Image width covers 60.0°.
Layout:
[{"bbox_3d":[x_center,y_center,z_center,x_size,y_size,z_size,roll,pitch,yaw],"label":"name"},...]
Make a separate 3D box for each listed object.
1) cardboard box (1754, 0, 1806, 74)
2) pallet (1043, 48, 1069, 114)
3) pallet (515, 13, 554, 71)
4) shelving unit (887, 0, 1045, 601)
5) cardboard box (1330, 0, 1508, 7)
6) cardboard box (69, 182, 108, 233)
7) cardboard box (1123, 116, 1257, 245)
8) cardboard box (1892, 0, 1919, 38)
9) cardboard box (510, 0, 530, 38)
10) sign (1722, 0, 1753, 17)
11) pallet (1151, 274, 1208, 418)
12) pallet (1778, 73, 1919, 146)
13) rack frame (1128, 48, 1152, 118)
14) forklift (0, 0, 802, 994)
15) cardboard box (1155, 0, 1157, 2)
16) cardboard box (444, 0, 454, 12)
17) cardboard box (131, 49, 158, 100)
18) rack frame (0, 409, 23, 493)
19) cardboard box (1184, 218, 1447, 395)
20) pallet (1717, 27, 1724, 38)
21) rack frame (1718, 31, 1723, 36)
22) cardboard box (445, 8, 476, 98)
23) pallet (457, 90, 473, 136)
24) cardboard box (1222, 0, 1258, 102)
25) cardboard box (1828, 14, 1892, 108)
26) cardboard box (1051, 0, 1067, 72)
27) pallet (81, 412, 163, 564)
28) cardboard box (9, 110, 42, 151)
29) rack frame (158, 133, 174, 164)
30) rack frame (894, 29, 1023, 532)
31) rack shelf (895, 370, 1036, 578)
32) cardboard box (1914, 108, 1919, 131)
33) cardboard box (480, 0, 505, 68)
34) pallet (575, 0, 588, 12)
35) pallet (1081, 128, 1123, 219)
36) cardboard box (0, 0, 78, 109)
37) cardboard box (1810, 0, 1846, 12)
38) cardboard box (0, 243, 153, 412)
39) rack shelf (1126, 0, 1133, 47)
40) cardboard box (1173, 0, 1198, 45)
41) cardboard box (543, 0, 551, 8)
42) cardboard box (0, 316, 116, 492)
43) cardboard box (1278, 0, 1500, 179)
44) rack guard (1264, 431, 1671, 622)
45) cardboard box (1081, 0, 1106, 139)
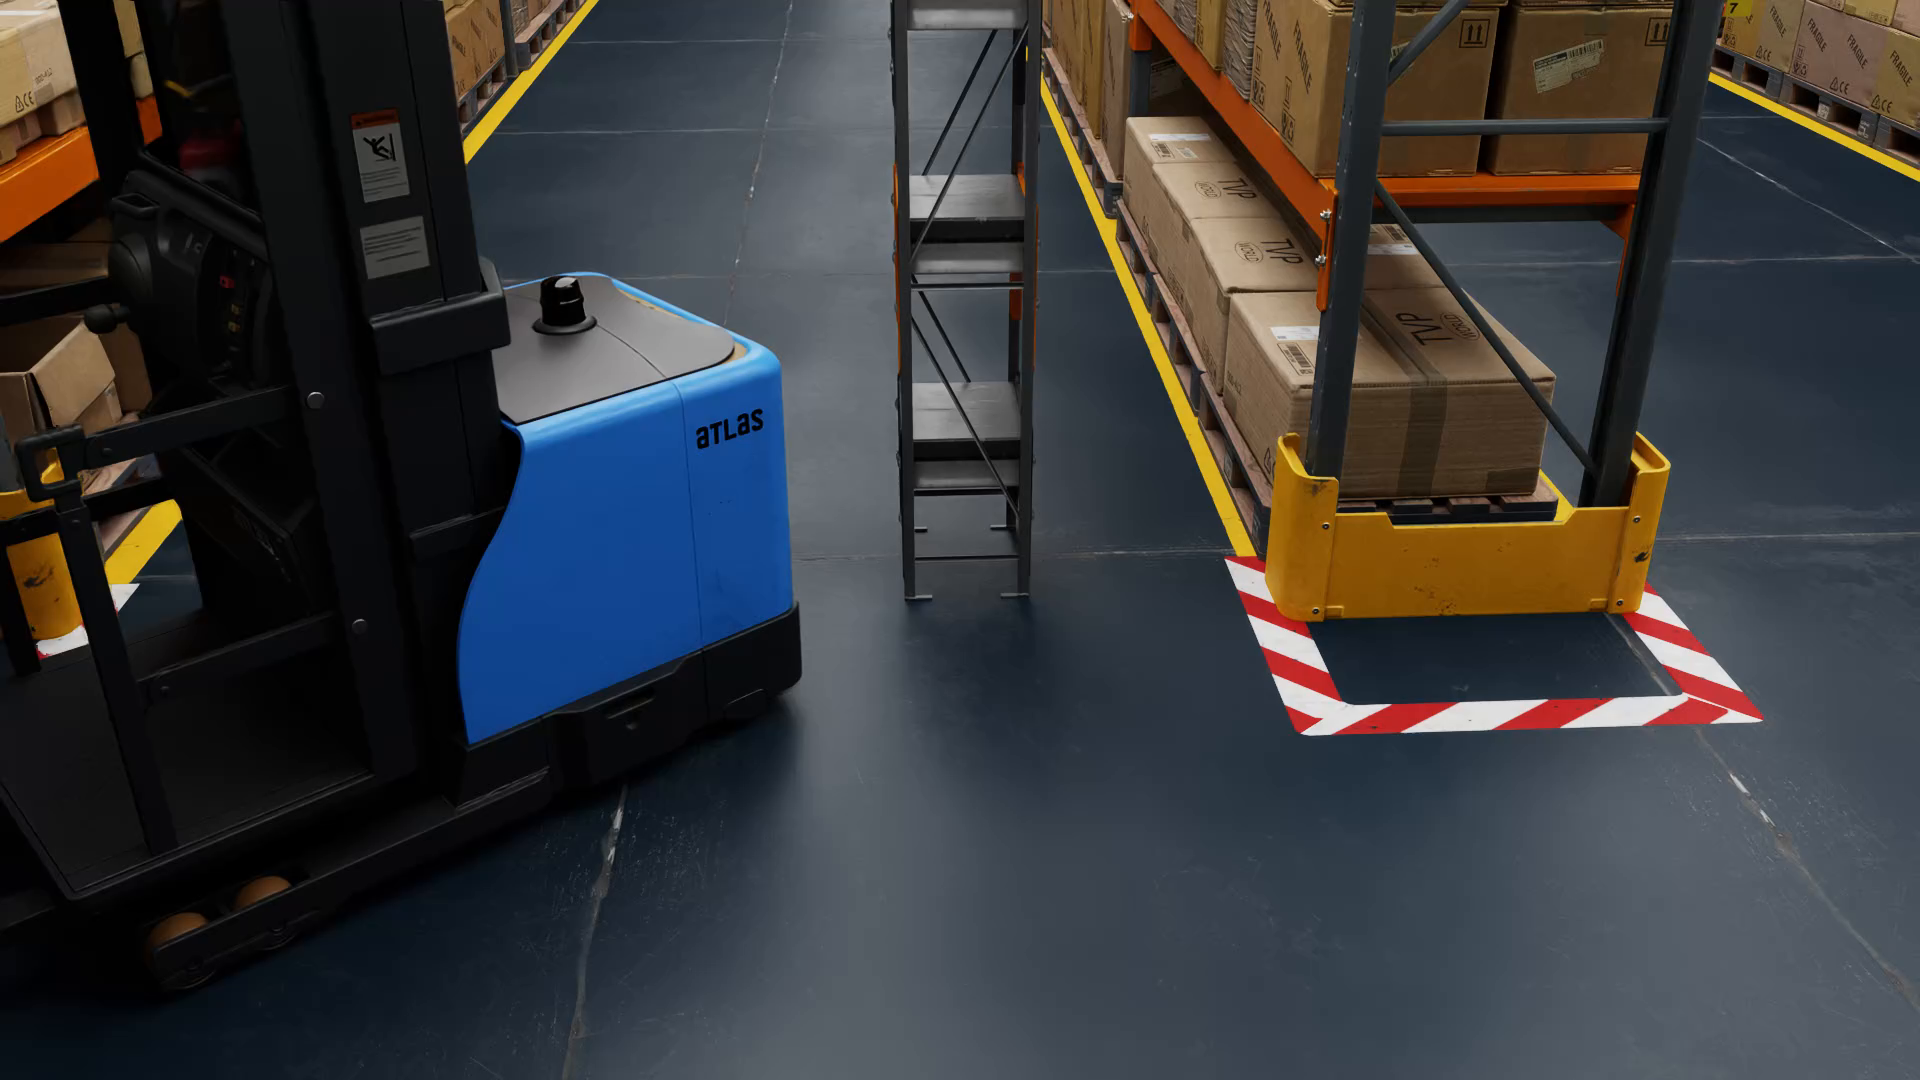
[{"bbox_3d":[5.929,-3.548,11.557,0.500,0.500,0.500,-1,28,-2],"label":"cardboard box"},{"bbox_3d":[1.145,-3.266,11.784,1.003,0.211,1.213,-1,28,-3],"label":"pallet"},{"bbox_3d":[-3.782,-3.892,12.983,1.003,0.211,1.213,-1,28,-3],"label":"pallet"},{"bbox_3d":[0.009,-0.855,5.118,0.431,2.100,0.503,-1,28,-3],"label":"shelving unit"},{"bbox_3d":[1.334,-1.878,4.919,0.500,0.500,0.500,0,28,-1],"label":"cardboard box"},{"bbox_3d":[-3.357,-1.290,7.229,0.700,0.500,0.500,-2,28,-5],"label":"cardboard box"},{"bbox_3d":[1.313,-1.779,8.233,0.875,0.438,0.875,-2,28,-3],"label":"cardboard box"},{"bbox_3d":[6.021,-3.173,10.029,0.500,0.250,0.500,0,28,0],"label":"cardboard box"},{"bbox_3d":[-3.797,-4.168,12.612,0.875,0.625,0.625,-1,28,-1],"label":"cardboard box"},{"bbox_3d":[2.151,-1.603,4.559,0.100,0.325,0.005,-1,28,-3],"label":"sign"},{"bbox_3d":[1.416,-0.867,7.184,1.003,0.211,1.213,-1,28,-3],"label":"pallet"},{"bbox_3d":[6.217,-2.875,11.034,1.003,0.211,1.213,-1,28,-3],"label":"pallet"},{"bbox_3d":[1.388,-3.021,8.299,1.000,3.000,0.127,-1,28,-3],"label":"rack frame"},{"bbox_3d":[-1.891,-0.551,3.638,3.031,2.935,1.130,-23,35,-36],"label":"forklift"},{"bbox_3d":[1.151,-2.842,7.848,0.500,0.500,0.500,-1,28,-1],"label":"cardboard box"},{"bbox_3d":[-3.516,-3.519,10.802,0.380,0.149,0.250,-1,28,-1],"label":"cardboard box"},{"bbox_3d":[-3.121,-1.696,6.029,0.380,0.149,0.250,-2,28,-4],"label":"cardboard box"},{"bbox_3d":[-3.360,-1.052,4.524,1.000,3.000,0.127,-1,28,-3],"label":"rack frame"},{"bbox_3d":[1.406,-0.949,6.642,0.875,0.438,0.875,-1,28,-1],"label":"cardboard box"},{"bbox_3d":[6.151,-4.164,13.506,1.003,0.211,1.213,-1,28,-3],"label":"pallet"},{"bbox_3d":[6.117,-5.035,12.159,1.000,3.000,0.127,-1,28,-3],"label":"rack frame"},{"bbox_3d":[-3.495,-3.162,10.817,0.500,0.500,0.500,0,28,0],"label":"cardboard box"},{"bbox_3d":[-3.716,-2.603,10.512,1.003,0.211,1.213,-1,28,-3],"label":"pallet"},{"bbox_3d":[1.259,-1.904,6.049,0.500,0.500,0.500,-1,28,-1],"label":"cardboard box"},{"bbox_3d":[5.987,-3.075,10.651,0.500,0.500,0.500,-2,28,-4],"label":"cardboard box"},{"bbox_3d":[1.132,-3.792,11.619,0.875,0.875,0.875,-2,28,-3],"label":"cardboard box"},{"bbox_3d":[-3.407,-0.219,5.942,1.003,0.211,1.213,-1,28,-3],"label":"pallet"},{"bbox_3d":[-3.211,-1.336,5.340,0.380,0.149,0.250,-2,28,-3],"label":"cardboard box"},{"bbox_3d":[-3.569,-2.900,8.066,1.000,3.000,0.127,-1,28,-3],"label":"rack frame"},{"bbox_3d":[-0.004,-0.967,5.334,0.400,2.100,0.015,-1,28,-3],"label":"rack frame"},{"bbox_3d":[0.009,-0.222,5.448,0.431,0.518,0.480,-1,28,-3],"label":"rack shelf"},{"bbox_3d":[6.036,-2.601,9.742,0.500,0.500,0.500,-2,28,-4],"label":"cardboard box"},{"bbox_3d":[-3.541,-3.635,11.724,0.500,0.500,0.500,-1,28,-1],"label":"cardboard box"},{"bbox_3d":[-3.909,-5.018,15.144,1.003,0.211,1.213,-1,28,-3],"label":"pallet"},{"bbox_3d":[1.272,-2.139,9.623,1.003,0.211,1.213,-1,28,-3],"label":"pallet"},{"bbox_3d":[-3.141,-1.567,5.350,0.500,0.250,0.500,-1,28,-2],"label":"cardboard box"},{"bbox_3d":[5.951,-3.658,10.957,0.500,0.250,0.500,-1,28,-2],"label":"cardboard box"},{"bbox_3d":[-3.303,-0.811,6.310,0.700,0.500,0.500,0,28,-1],"label":"cardboard box"},{"bbox_3d":[1.283,-3.626,10.236,1.077,0.370,4.000,-1,28,-3],"label":"rack shelf"},{"bbox_3d":[1.193,-2.380,6.962,0.500,0.500,0.500,-1,28,-2],"label":"cardboard box"},{"bbox_3d":[-3.874,-4.781,13.787,0.875,0.625,0.625,-2,28,-5],"label":"cardboard box"},{"bbox_3d":[-3.297,-0.416,5.550,0.797,0.503,0.637,-2,28,-5],"label":"cardboard box"},{"bbox_3d":[1.307,-1.435,5.149,0.500,0.500,0.500,-1,28,-2],"label":"cardboard box"},{"bbox_3d":[1.598,-0.054,5.314,1.175,0.500,0.348,-1,28,-3],"label":"rack guard"},{"bbox_3d":[1.221,-2.967,10.038,0.875,0.875,0.875,-1,28,-1],"label":"cardboard box"}]
